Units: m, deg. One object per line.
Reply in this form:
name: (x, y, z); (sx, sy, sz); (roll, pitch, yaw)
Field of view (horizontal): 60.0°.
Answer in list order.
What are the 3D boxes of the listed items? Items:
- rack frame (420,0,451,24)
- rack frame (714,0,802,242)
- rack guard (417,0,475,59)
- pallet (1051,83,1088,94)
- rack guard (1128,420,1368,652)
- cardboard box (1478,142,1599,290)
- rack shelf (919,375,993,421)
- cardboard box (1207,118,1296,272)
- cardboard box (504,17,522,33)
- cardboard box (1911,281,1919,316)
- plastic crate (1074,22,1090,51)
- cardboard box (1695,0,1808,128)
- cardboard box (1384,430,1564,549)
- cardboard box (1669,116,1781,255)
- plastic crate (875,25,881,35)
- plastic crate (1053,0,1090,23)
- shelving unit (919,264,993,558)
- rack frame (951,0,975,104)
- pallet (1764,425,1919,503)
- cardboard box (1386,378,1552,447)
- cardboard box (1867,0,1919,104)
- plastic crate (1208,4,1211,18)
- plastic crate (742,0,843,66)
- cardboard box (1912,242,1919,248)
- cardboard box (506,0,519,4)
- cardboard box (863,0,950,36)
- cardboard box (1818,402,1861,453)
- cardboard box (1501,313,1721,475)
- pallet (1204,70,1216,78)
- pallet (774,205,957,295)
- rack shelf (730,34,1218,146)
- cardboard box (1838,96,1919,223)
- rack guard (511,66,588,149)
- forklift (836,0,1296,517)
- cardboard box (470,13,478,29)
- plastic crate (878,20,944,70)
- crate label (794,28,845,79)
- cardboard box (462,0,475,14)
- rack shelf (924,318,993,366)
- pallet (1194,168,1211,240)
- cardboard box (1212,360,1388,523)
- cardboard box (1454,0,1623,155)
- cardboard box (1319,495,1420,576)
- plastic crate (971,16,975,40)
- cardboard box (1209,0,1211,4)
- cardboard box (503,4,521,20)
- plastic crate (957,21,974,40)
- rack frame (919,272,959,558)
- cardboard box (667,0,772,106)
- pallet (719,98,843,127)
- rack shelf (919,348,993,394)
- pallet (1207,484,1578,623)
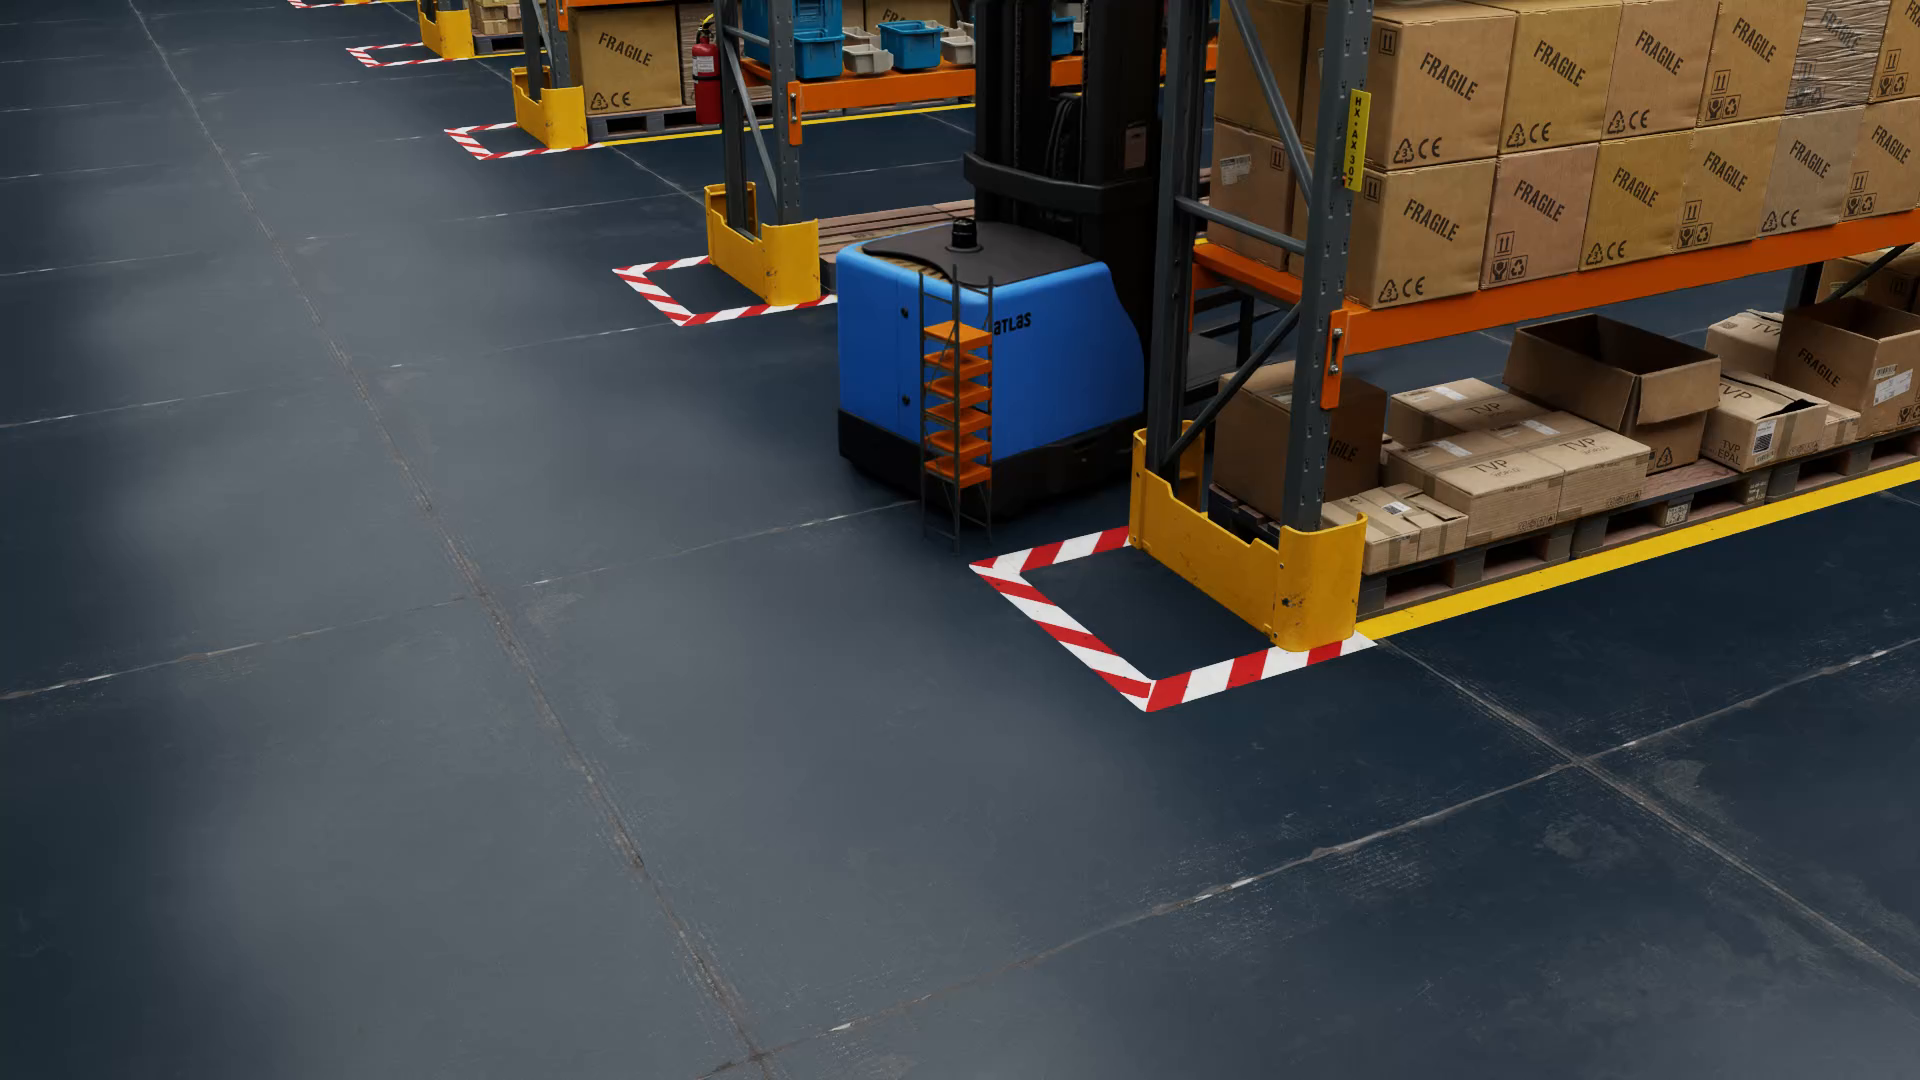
rack frame: (-5.834, -6.854, 18.060); (0.127, 3.000, 1.000); (-13, 29, -25)
rack frame: (-1.258, -3.048, 10.132); (0.127, 3.000, 1.000); (-13, 29, -25)
rack guard: (-5.767, -5.743, 18.633); (0.348, 0.500, 1.175); (-13, 29, -25)
pallet: (0.586, -4.683, 16.759); (1.213, 0.211, 1.003); (-13, 29, -25)
rack guard: (1.136, -0.044, 6.764); (0.348, 0.500, 1.175); (-13, 29, -25)
cardboard box: (2.038, -1.297, 6.370); (0.500, 0.500, 0.500); (-13, 29, -26)
rack shelf: (-0.017, -0.599, 6.937); (0.180, 0.103, 0.258); (-21, 33, -37)
cardboard box: (1.336, -1.395, 6.575); (0.500, 0.500, 0.500); (-12, 28, -24)
cardboard box: (-5.028, -5.827, 18.730); (0.250, 0.149, 0.380); (-13, 29, -25)
cardboard box: (5.140, -1.047, 8.344); (0.500, 0.500, 0.500); (-14, 29, -27)
plastic crate: (0.876, -3.301, 10.895); (0.466, 0.136, 0.293); (-13, 29, -25)
cardboard box: (2.934, -1.954, 6.583); (0.500, 0.500, 0.500); (-13, 29, -26)
cardboard box: (2.124, -0.218, 6.907); (0.500, 0.250, 0.500); (-13, 29, -25)
cardboard box: (2.924, -1.499, 6.792); (0.500, 0.500, 0.500); (-13, 28, -24)
plastic crate: (-0.361, -3.245, 10.777); (0.243, 0.136, 0.396); (-13, 29, -25)
plastic crate: (0.837, -3.595, 11.340); (0.530, 0.282, 0.437); (-13, 29, -25)
shelving unit: (-0.017, -0.531, 6.969); (0.189, 1.200, 0.258); (-21, 33, -37)
rack frame: (-0.060, -5.754, 15.769); (0.127, 3.000, 1.000); (-13, 29, -25)
pallet: (3.992, -0.573, 8.200); (1.213, 0.211, 1.003); (-13, 29, -25)
cardboard box: (2.285, -0.501, 7.496); (0.500, 0.250, 0.500); (-13, 29, -25)
cardboard box: (3.824, -2.158, 7.009); (0.500, 0.500, 0.500); (-14, 29, -26)
plastic crate: (1.793, -3.730, 11.789); (0.243, 0.136, 0.396); (-13, 29, -25)
plastic crate: (-1.051, -3.230, 10.402); (0.499, 0.435, 0.616); (-13, 29, -25)
cardboard box: (5.339, -1.349, 8.973); (0.500, 0.500, 0.500); (-13, 29, -25)
cardboard box: (-5.025, -6.105, 18.622); (0.250, 0.149, 0.380); (-12, 28, -24)
cardboard box: (-0.680, -4.881, 15.921); (0.875, 0.875, 0.875); (-13, 29, -25)
cardboard box: (3.927, -0.559, 7.735); (0.250, 0.149, 0.380); (-13, 29, -25)
cardboard box: (2.943, -0.658, 7.531); (0.637, 0.503, 0.797); (-13, 29, -25)
pallet: (2.739, -5.180, 17.794); (1.213, 0.211, 1.003); (-13, 29, -25)
pallet: (-0.512, -1.944, 11.054); (1.213, 0.211, 1.003); (-13, 29, -25)
rack shelf: (0.506, -3.131, 11.136); (4.000, 0.370, 1.077); (-13, 29, -25)
cardboard box: (3.824, -1.710, 7.229); (0.500, 0.500, 0.500); (-12, 28, -24)
rack guard: (-3.610, -3.807, 14.603); (0.348, 0.500, 1.175); (-13, 29, -25)
forklift: (0.870, -1.935, 7.894); (3.031, 2.935, 1.130); (-20, 32, -36)
cardboard box: (-5.467, -5.945, 18.975); (0.250, 0.149, 0.380); (-12, 28, -24)
plastic crate: (-0.305, -3.058, 10.277); (0.300, 0.233, 0.416); (-13, 29, -25)
crate label: (-0.886, -2.924, 9.998); (0.303, 0.233, 0.416); (-13, 29, -25)
cardboard box: (-5.502, -6.109, 18.973); (0.250, 0.149, 0.380); (-14, 29, -26)
rack shelf: (-0.017, -0.815, 6.832); (0.180, 0.103, 0.258); (-21, 33, -37)
pallet: (1.641, -2.441, 12.089); (1.213, 0.211, 1.003); (-13, 29, -25)
cardboard box: (1.433, -0.431, 7.063); (0.500, 0.500, 0.500); (-13, 29, -25)
cardboard box: (2.043, -1.750, 6.158); (0.500, 0.500, 0.500); (-13, 28, -25)
cardboard box: (1.600, -0.022, 6.616); (0.250, 0.149, 0.380); (-13, 29, -25)
plastic crate: (0.276, -3.192, 10.557); (0.300, 0.233, 0.416); (-13, 29, -25)
cardboard box: (2.061, -5.489, 17.186); (0.875, 0.875, 1.225); (-13, 29, -25)
cardboard box: (-4.982, -5.935, 18.611); (0.250, 0.149, 0.380); (-13, 29, -25)
plastic crate: (0.125, -3.378, 11.055); (0.250, 0.136, 0.298); (-13, 29, -25)
rack frame: (-0.085, -0.504, 6.914); (0.006, 1.200, 0.240); (-21, 33, -37)
cardboard box: (-2.259, -4.517, 15.162); (0.875, 0.875, 0.875); (-13, 29, -25)
pallet: (-1.845, -4.122, 15.591); (1.213, 0.211, 1.003); (-13, 29, -25)
rack shelf: (-0.017, -0.707, 6.885); (0.180, 0.103, 0.258); (-21, 33, -37)
pallet: (1.839, -0.076, 7.165); (1.213, 0.211, 1.003); (-13, 29, -25)
